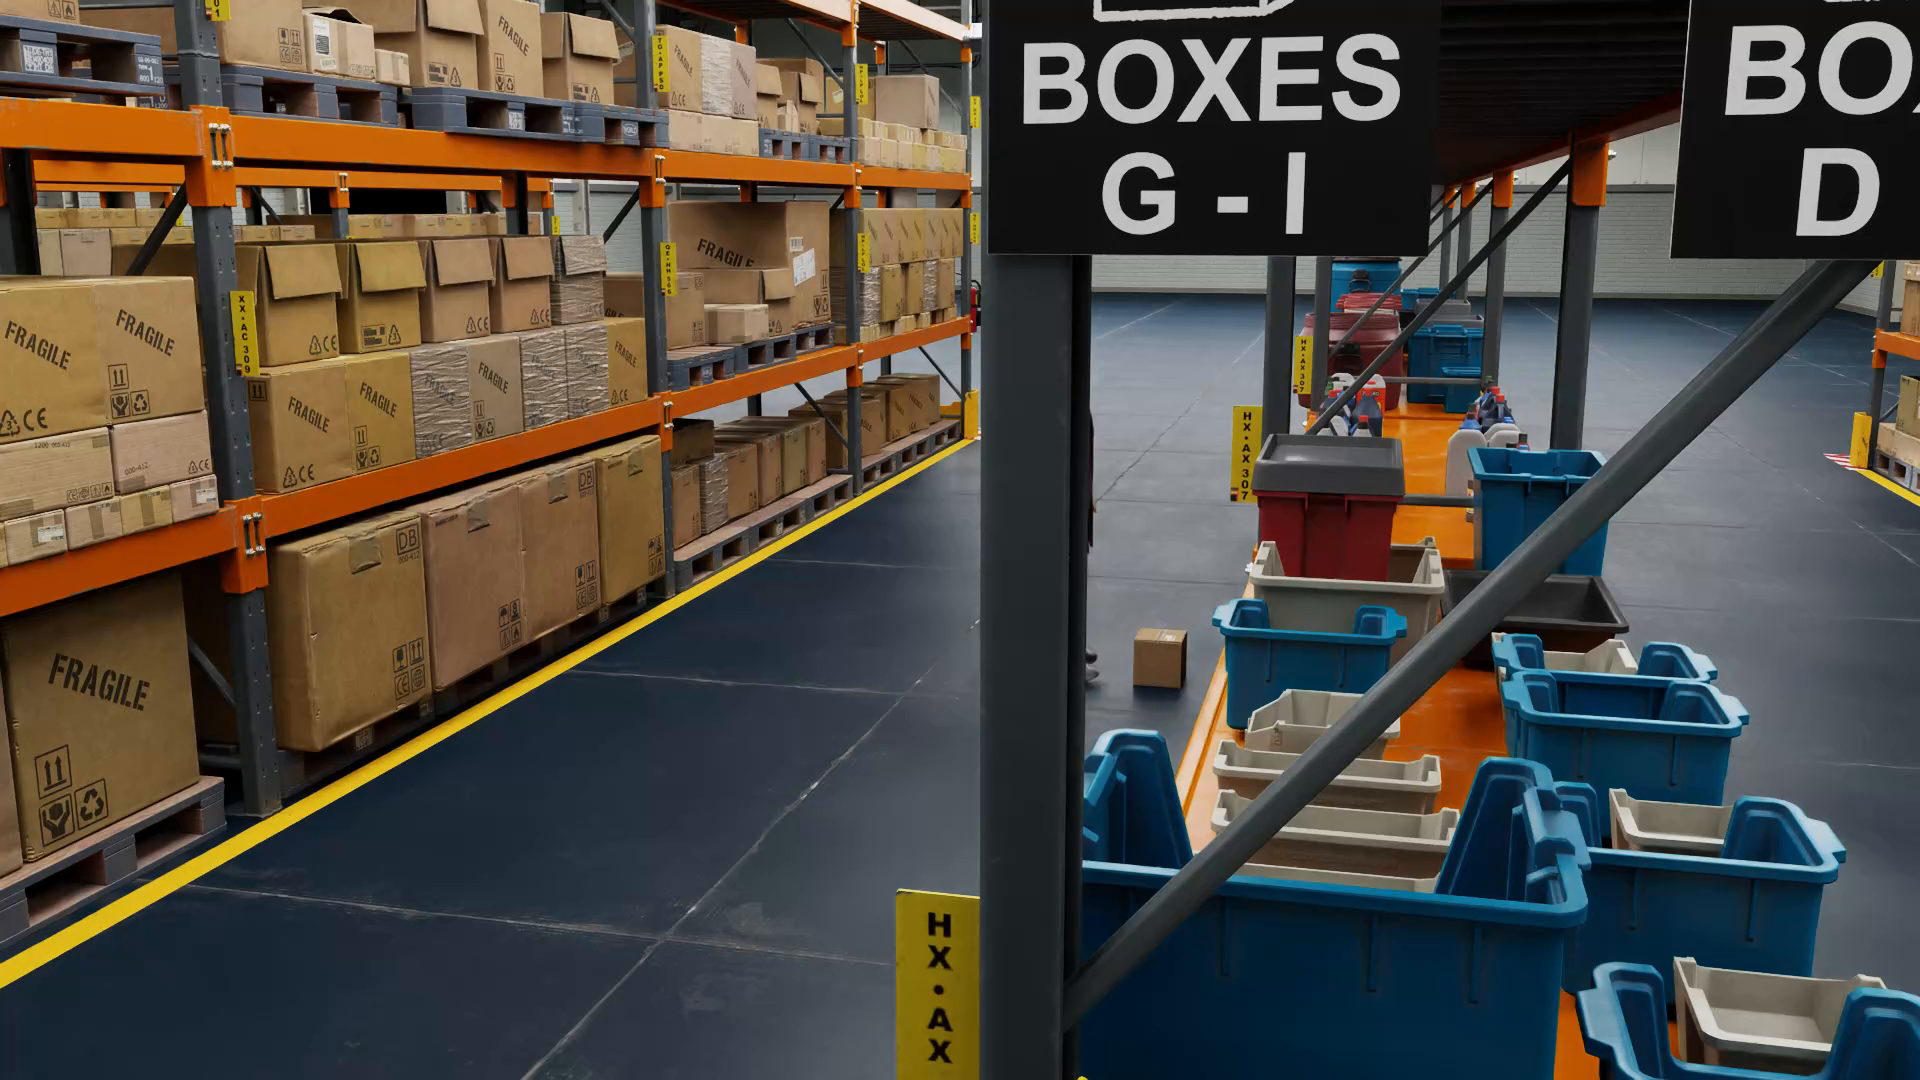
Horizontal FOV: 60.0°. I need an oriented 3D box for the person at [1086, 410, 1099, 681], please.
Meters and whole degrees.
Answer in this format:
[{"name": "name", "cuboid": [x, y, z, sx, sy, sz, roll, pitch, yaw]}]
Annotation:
[{"name": "person", "cuboid": [0.563, -0.166, 8.728, 0.408, 1.785, 0.591, 3, 12, 14]}]
